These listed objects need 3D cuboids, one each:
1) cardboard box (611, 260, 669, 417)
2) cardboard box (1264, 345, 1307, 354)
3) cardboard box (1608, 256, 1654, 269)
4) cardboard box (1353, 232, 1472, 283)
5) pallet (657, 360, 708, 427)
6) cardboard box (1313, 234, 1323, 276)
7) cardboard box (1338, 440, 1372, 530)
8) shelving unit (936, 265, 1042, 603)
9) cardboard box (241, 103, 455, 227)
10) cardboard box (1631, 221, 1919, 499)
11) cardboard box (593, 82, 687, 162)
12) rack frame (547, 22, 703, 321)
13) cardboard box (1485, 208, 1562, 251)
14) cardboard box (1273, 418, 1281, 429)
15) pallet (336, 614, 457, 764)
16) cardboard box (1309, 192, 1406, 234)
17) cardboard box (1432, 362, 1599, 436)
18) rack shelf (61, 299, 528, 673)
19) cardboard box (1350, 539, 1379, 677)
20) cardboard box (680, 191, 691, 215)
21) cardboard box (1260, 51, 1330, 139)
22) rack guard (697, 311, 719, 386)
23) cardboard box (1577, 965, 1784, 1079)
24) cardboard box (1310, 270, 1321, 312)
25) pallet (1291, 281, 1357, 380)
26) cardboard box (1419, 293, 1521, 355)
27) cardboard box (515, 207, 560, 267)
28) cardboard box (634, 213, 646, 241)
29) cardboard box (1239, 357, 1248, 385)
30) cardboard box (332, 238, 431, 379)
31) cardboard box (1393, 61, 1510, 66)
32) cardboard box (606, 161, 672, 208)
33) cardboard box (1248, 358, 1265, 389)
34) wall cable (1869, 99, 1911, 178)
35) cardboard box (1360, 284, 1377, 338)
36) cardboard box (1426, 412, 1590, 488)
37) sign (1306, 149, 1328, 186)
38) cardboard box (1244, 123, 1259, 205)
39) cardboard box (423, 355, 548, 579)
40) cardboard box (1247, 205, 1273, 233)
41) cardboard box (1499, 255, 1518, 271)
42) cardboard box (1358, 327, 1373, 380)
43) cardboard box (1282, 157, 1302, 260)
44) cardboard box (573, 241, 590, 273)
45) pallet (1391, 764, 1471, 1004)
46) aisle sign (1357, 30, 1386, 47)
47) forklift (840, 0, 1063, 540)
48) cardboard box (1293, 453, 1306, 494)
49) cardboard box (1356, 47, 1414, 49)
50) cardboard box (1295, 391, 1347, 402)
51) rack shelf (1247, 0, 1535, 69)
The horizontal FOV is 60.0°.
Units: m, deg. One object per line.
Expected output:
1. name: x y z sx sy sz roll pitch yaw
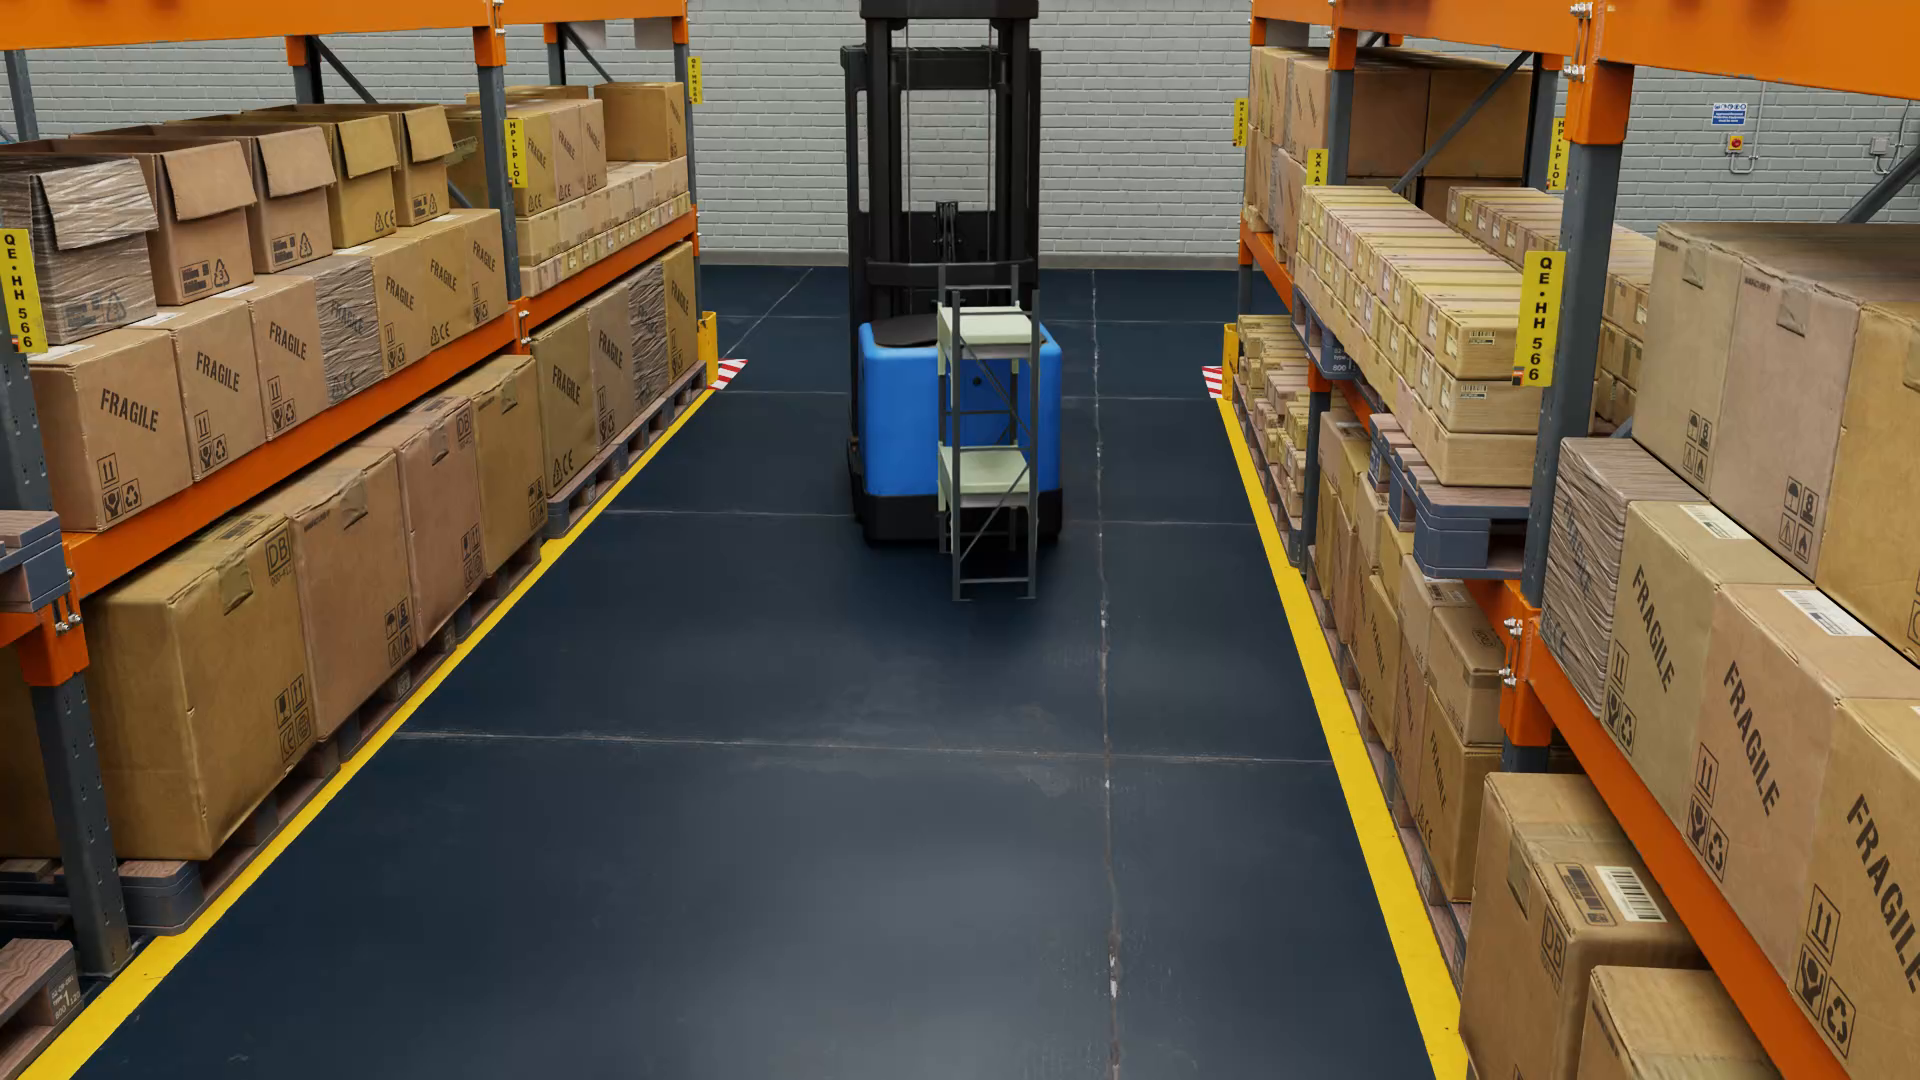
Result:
1. cardboard box: -2.467 -1.339 10.931 0.875 0.875 0.875 1 18 4
2. cardboard box: 2.118 -1.134 10.517 0.380 0.149 0.250 2 18 6
3. cardboard box: 2.233 -0.834 5.425 0.380 0.149 0.250 2 18 6
4. cardboard box: 1.623 -1.014 5.973 0.380 0.149 0.250 2 18 6
5. pallet: -2.415 -1.057 11.811 1.003 0.211 1.213 1 18 4
6. cardboard box: 1.696 -1.197 7.010 0.380 0.149 0.250 2 18 5
7. cardboard box: 1.866 -0.227 6.935 0.500 0.250 0.500 2 18 5
8. shelving unit: 0.128 -0.534 8.144 0.431 1.500 0.755 -2 18 -5
9. cardboard box: -2.760 -1.716 7.571 0.797 0.503 0.637 1 18 2
10. cardboard box: 1.889 -0.389 3.528 0.700 0.500 0.500 1 18 4
11. cardboard box: -2.208 -2.902 11.521 0.500 0.500 0.500 2 18 5
12. rack frame: -2.435 -2.633 12.140 1.000 3.000 0.127 1 18 4
13. cardboard box: 2.326 -1.237 6.654 0.380 0.149 0.250 1 18 4
14. cardboard box: 2.066 -0.623 9.912 0.380 0.149 0.250 2 18 5
15. pallet: -2.787 0.556 6.887 1.003 0.211 1.213 1 18 4
16. cardboard box: 1.717 -1.412 7.190 0.380 0.149 0.250 2 18 5
17. cardboard box: 1.512 -0.391 4.551 0.380 0.149 0.250 2 18 5
18. rack shelf: -2.865 -0.427 6.565 1.077 0.370 4.000 1 18 4
19. cardboard box: 1.840 0.291 6.558 0.500 0.500 0.500 2 18 5
20. cardboard box: -2.132 -2.395 11.819 0.380 0.149 0.250 2 18 5
21. cardboard box: 2.118 -2.703 10.111 0.500 0.500 0.500 1 18 3
22. rack guard: -2.434 -1.452 12.552 1.175 0.500 0.348 1 18 4
23. cardboard box: 1.738 1.322 3.009 1.050 0.750 0.750 2 18 5
24. cardboard box: 1.695 -1.053 7.047 0.380 0.149 0.250 1 18 4
25. pallet: 2.018 -0.923 7.231 1.003 0.211 1.213 1 18 4
26. cardboard box: 1.529 -0.609 4.739 0.380 0.149 0.250 1 18 3
27. cardboard box: -2.427 -1.601 8.753 0.500 0.250 0.500 1 18 3
28. cardboard box: -2.222 -1.998 10.605 0.380 0.149 0.250 1 18 4
29. cardboard box: 2.148 -1.180 11.610 0.380 0.149 0.250 2 18 5
30. cardboard box: -2.556 -0.971 6.907 0.500 0.500 0.500 1 18 3
31. cardboard box: 2.515 -2.208 8.601 0.500 0.500 0.500 1 18 2
32. cardboard box: -2.242 -2.389 11.159 0.500 0.250 0.500 1 18 3
33. cardboard box: 2.079 -1.081 10.830 0.380 0.149 0.250 2 18 6
34. wall cable: 9.246 -4.618 16.568 0.588 1.984 0.122 1 18 4
35. cardboard box: 1.603 -0.792 5.773 0.380 0.149 0.250 2 18 5
36. cardboard box: 1.508 -0.250 4.597 0.380 0.149 0.250 2 18 5
37. sign: 1.676 -1.669 7.810 0.100 0.325 0.005 1 18 4
38. cardboard box: 2.197 -2.546 11.238 0.500 0.500 0.500 2 18 7
39. cardboard box: -2.748 -0.381 8.006 1.225 0.875 0.875 1 18 4
40. cardboard box: 2.105 -2.116 10.966 0.380 0.149 0.250 1 18 2
41. cardboard box: 2.313 -1.017 6.461 0.380 0.149 0.250 0 18 1
42. cardboard box: 1.605 -0.648 5.812 0.380 0.149 0.250 2 18 6
43. cardboard box: 2.009 -1.755 8.823 0.500 0.500 0.500 1 18 2
44. cardboard box: -2.315 -1.601 9.394 0.380 0.149 0.250 1 18 2
45. pallet: 1.989 1.077 5.299 1.003 0.211 1.213 1 18 4
46. aisle sign: 2.809 -3.742 11.351 0.394 0.787 0.004 1 18 4
47. forklift: -0.120 -1.805 9.724 1.130 2.935 3.031 -2 18 -5
48. cardboard box: 1.923 -0.339 8.568 0.380 0.149 0.250 2 18 5
49. cardboard box: 2.720 -3.007 11.038 0.500 0.500 0.500 1 18 3
50. cardboard box: 2.070 -0.729 9.278 0.380 0.149 0.250 2 18 6
51. rack shelf: 2.361 -2.953 9.456 1.077 0.370 4.000 1 18 4
